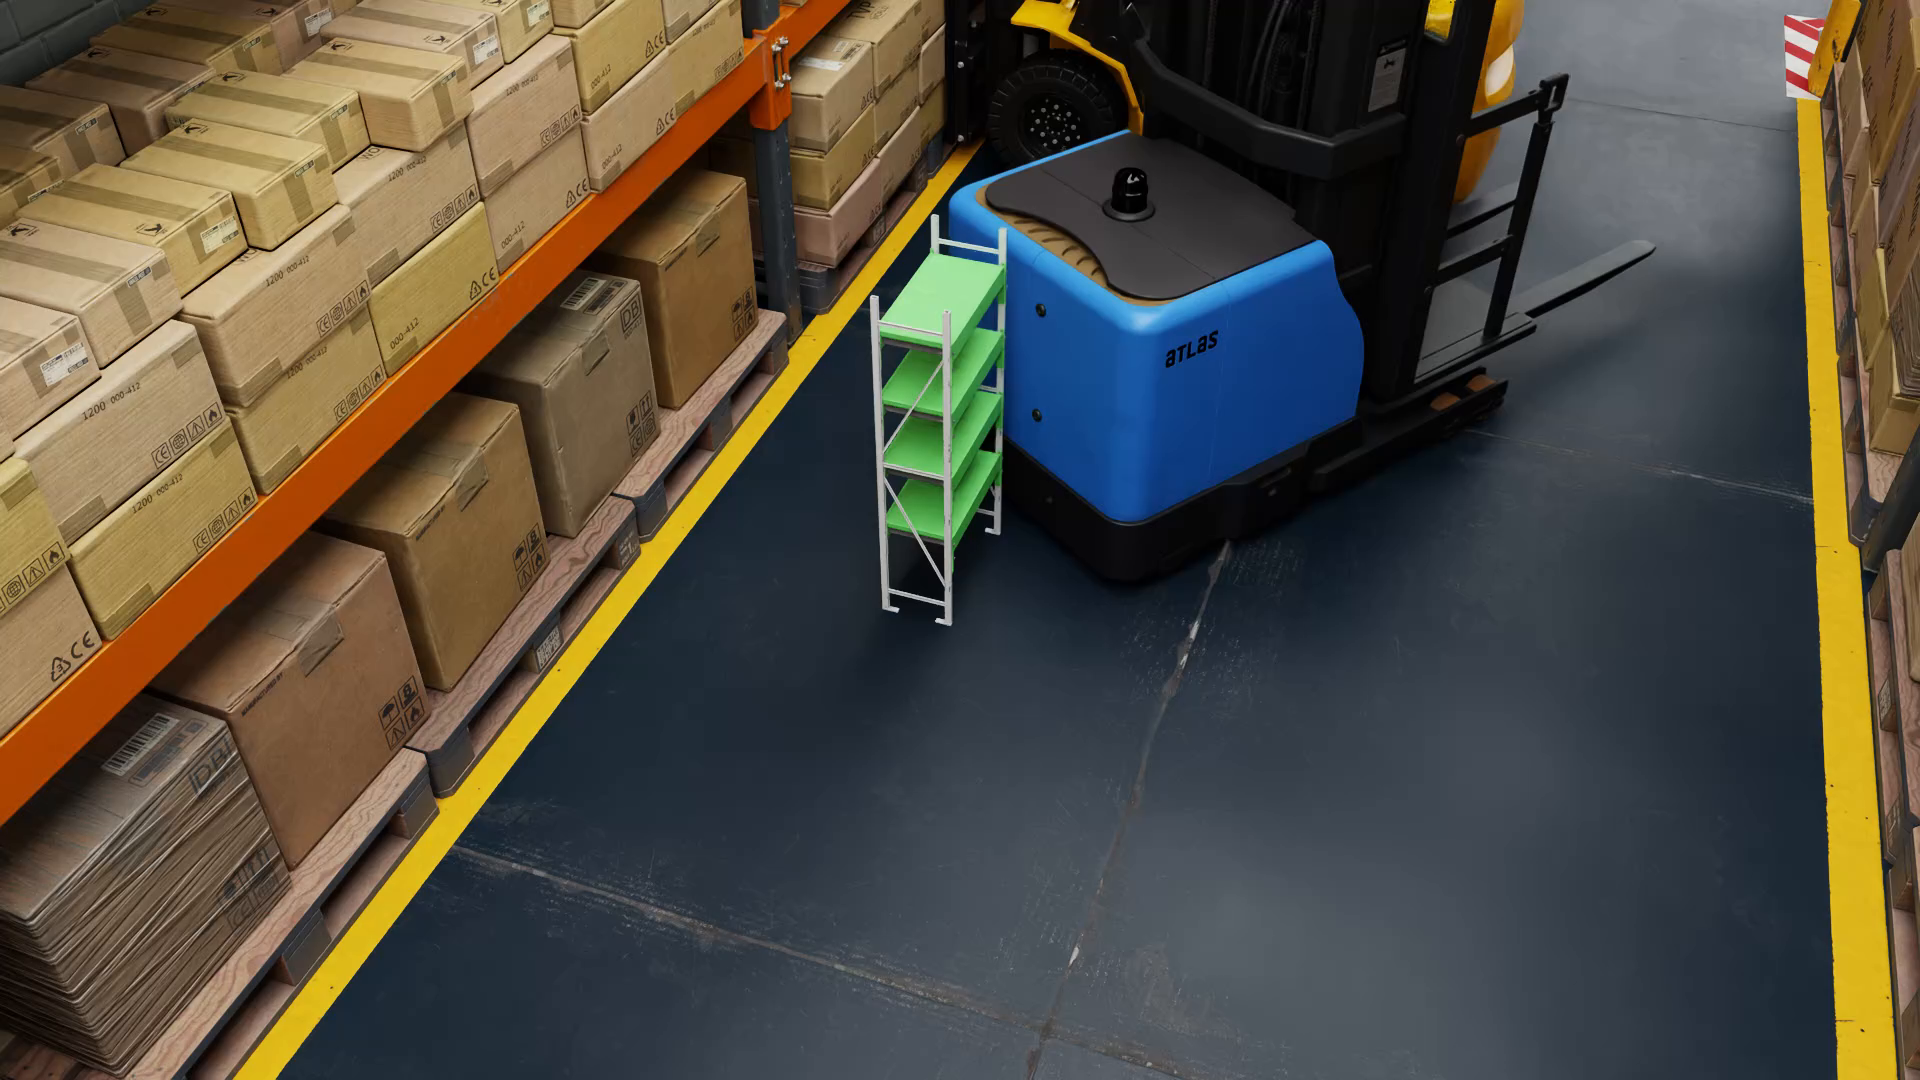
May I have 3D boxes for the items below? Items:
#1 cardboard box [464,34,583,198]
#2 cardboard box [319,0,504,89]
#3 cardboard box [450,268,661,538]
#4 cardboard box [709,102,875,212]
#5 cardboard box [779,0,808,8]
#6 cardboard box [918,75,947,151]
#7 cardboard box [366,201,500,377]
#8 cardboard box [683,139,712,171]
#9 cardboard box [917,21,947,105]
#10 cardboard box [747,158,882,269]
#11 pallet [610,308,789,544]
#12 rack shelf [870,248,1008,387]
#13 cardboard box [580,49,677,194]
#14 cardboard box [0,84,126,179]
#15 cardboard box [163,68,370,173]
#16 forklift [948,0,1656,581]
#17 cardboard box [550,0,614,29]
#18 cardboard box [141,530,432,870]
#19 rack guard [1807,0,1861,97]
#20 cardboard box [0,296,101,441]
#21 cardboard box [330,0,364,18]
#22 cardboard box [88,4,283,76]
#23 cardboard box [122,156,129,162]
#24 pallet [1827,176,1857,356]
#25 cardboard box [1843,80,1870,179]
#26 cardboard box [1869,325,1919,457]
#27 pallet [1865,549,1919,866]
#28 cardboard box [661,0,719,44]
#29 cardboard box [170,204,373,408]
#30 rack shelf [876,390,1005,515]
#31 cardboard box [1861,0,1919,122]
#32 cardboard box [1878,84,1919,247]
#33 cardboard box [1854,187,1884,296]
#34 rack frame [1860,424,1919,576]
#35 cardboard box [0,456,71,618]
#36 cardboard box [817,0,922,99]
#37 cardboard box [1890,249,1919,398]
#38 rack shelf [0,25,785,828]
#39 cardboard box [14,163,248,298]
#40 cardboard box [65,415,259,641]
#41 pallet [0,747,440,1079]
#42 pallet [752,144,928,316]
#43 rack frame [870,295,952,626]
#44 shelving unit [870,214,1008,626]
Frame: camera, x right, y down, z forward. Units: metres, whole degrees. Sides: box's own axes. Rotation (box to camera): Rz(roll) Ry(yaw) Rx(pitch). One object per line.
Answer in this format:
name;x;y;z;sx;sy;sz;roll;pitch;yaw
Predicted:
cardboard box;-1.403;-1.209;4.586;0.500;0.250;0.500;14;42;16
cardboard box;-1.443;-1.299;4.384;0.380;0.149;0.250;14;42;15
cardboard box;-1.566;-0.522;5.556;0.875;0.625;0.625;13;42;15
cardboard box;-0.670;-1.588;6.710;0.500;0.250;0.500;13;42;15
cardboard box;-0.728;-2.308;6.067;0.500;0.500;0.500;12;42;14
cardboard box;-0.329;-2.023;7.605;0.500;0.250;0.500;14;42;16
cardboard box;-1.587;-0.715;4.392;0.500;0.250;0.500;15;43;16
cardboard box;-1.151;-1.704;6.846;0.500;0.250;0.500;12;42;14
cardboard box;-0.317;-2.200;7.427;0.500;0.250;0.500;13;42;15
cardboard box;-0.649;-1.393;6.866;0.500;0.250;0.500;14;42;16
pallet;-1.341;-0.539;6.219;1.003;0.211;1.213;13;42;15
rack shelf;-0.057;-0.672;4.972;0.258;0.148;0.480;13;42;15
cardboard box;-1.219;-1.327;5.110;0.500;0.250;0.500;13;42;15
cardboard box;-2.254;-0.953;3.979;0.380;0.149;0.250;13;42;14
cardboard box;-1.678;-1.001;4.036;0.380;0.149;0.250;13;42;15
forklift;1.438;-1.750;5.543;3.031;2.935;1.130;-25;47;-27
cardboard box;-1.203;-1.596;4.733;0.380;0.149;0.250;12;42;14
cardboard box;-2.051;0.348;4.537;0.875;0.625;0.625;15;43;16
rack guard;4.882;-2.401;8.179;1.175;0.500;0.348;13;42;15
cardboard box;-1.954;-0.357;3.281;0.380;0.149;0.250;14;43;16
cardboard box;-1.851;-1.565;4.696;0.380;0.149;0.250;13;42;15
cardboard box;-2.012;-1.256;4.334;0.380;0.149;0.250;14;42;15
cardboard box;-2.075;-1.009;4.352;0.500;0.250;0.500;13;42;14
pallet;4.152;-1.061;6.832;1.003;0.211;1.213;13;42;15
cardboard box;4.191;-1.771;7.310;0.500;0.250;0.500;15;43;17
cardboard box;3.490;-0.492;5.811;0.500;0.250;0.500;15;43;17
pallet;3.275;0.578;4.910;1.003;0.211;1.213;13;42;15
cardboard box;-1.053;-1.834;5.319;0.500;0.250;0.500;12;42;14
cardboard box;-1.744;-0.588;3.858;0.500;0.250;0.500;12;42;14
rack shelf;-0.057;-0.307;5.284;0.258;0.148;0.480;13;42;15
cardboard box;4.190;-2.032;7.038;0.500;0.500;0.500;12;42;13
cardboard box;3.836;-1.400;6.297;0.500;0.500;0.500;15;43;17
cardboard box;3.841;-1.128;6.556;0.500;0.250;0.500;14;42;16
rack frame;3.540;-0.958;4.562;1.000;3.000;0.127;13;42;15
cardboard box;-2.088;0.038;3.125;0.500;0.250;0.500;13;42;15
cardboard box;-0.481;-2.087;6.909;0.500;0.250;0.500;13;42;15
cardboard box;3.490;-0.778;5.568;0.500;0.500;0.500;13;42;14
rack shelf;-1.809;-0.564;4.654;1.077;0.370;4.000;13;42;15
cardboard box;-1.818;-0.679;3.658;0.380;0.149;0.250;14;42;16
cardboard box;-1.935;-0.083;3.652;0.500;0.250;0.500;12;42;14
pallet;-2.175;0.949;4.474;1.003;0.211;1.213;13;42;15
pallet;-0.814;-1.473;7.313;1.003;0.211;1.213;13;42;15
rack frame;-0.140;-0.207;5.068;0.240;1.200;0.015;13;42;15
shelving unit;-0.057;-0.355;5.242;0.258;1.200;0.503;13;42;15
